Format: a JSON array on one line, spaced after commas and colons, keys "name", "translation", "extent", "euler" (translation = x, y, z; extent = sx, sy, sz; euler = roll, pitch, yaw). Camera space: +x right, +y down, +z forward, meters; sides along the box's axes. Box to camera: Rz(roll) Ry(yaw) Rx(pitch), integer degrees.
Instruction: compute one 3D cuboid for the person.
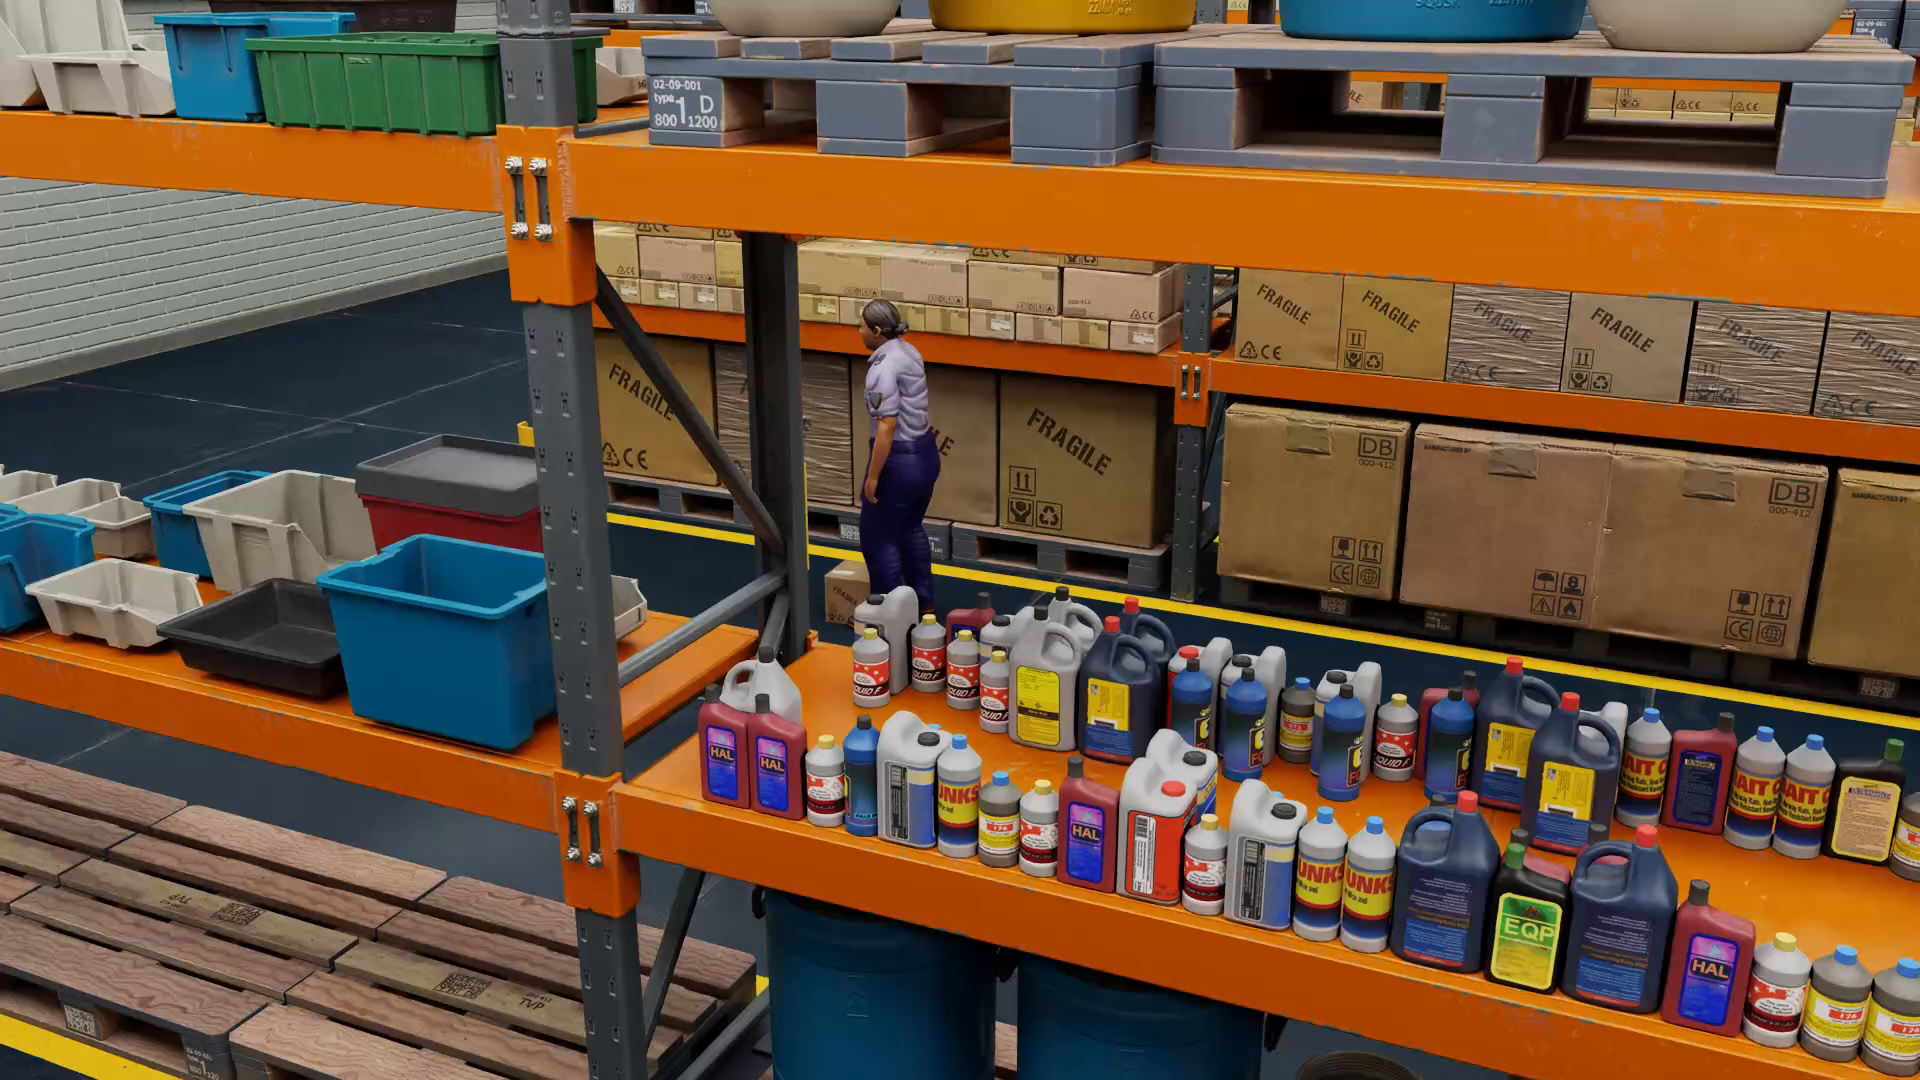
[{"name": "person", "translation": [-0.328, -0.362, 8.119], "extent": [0.419, 1.653, 0.563], "euler": [7, 20, 20]}]
